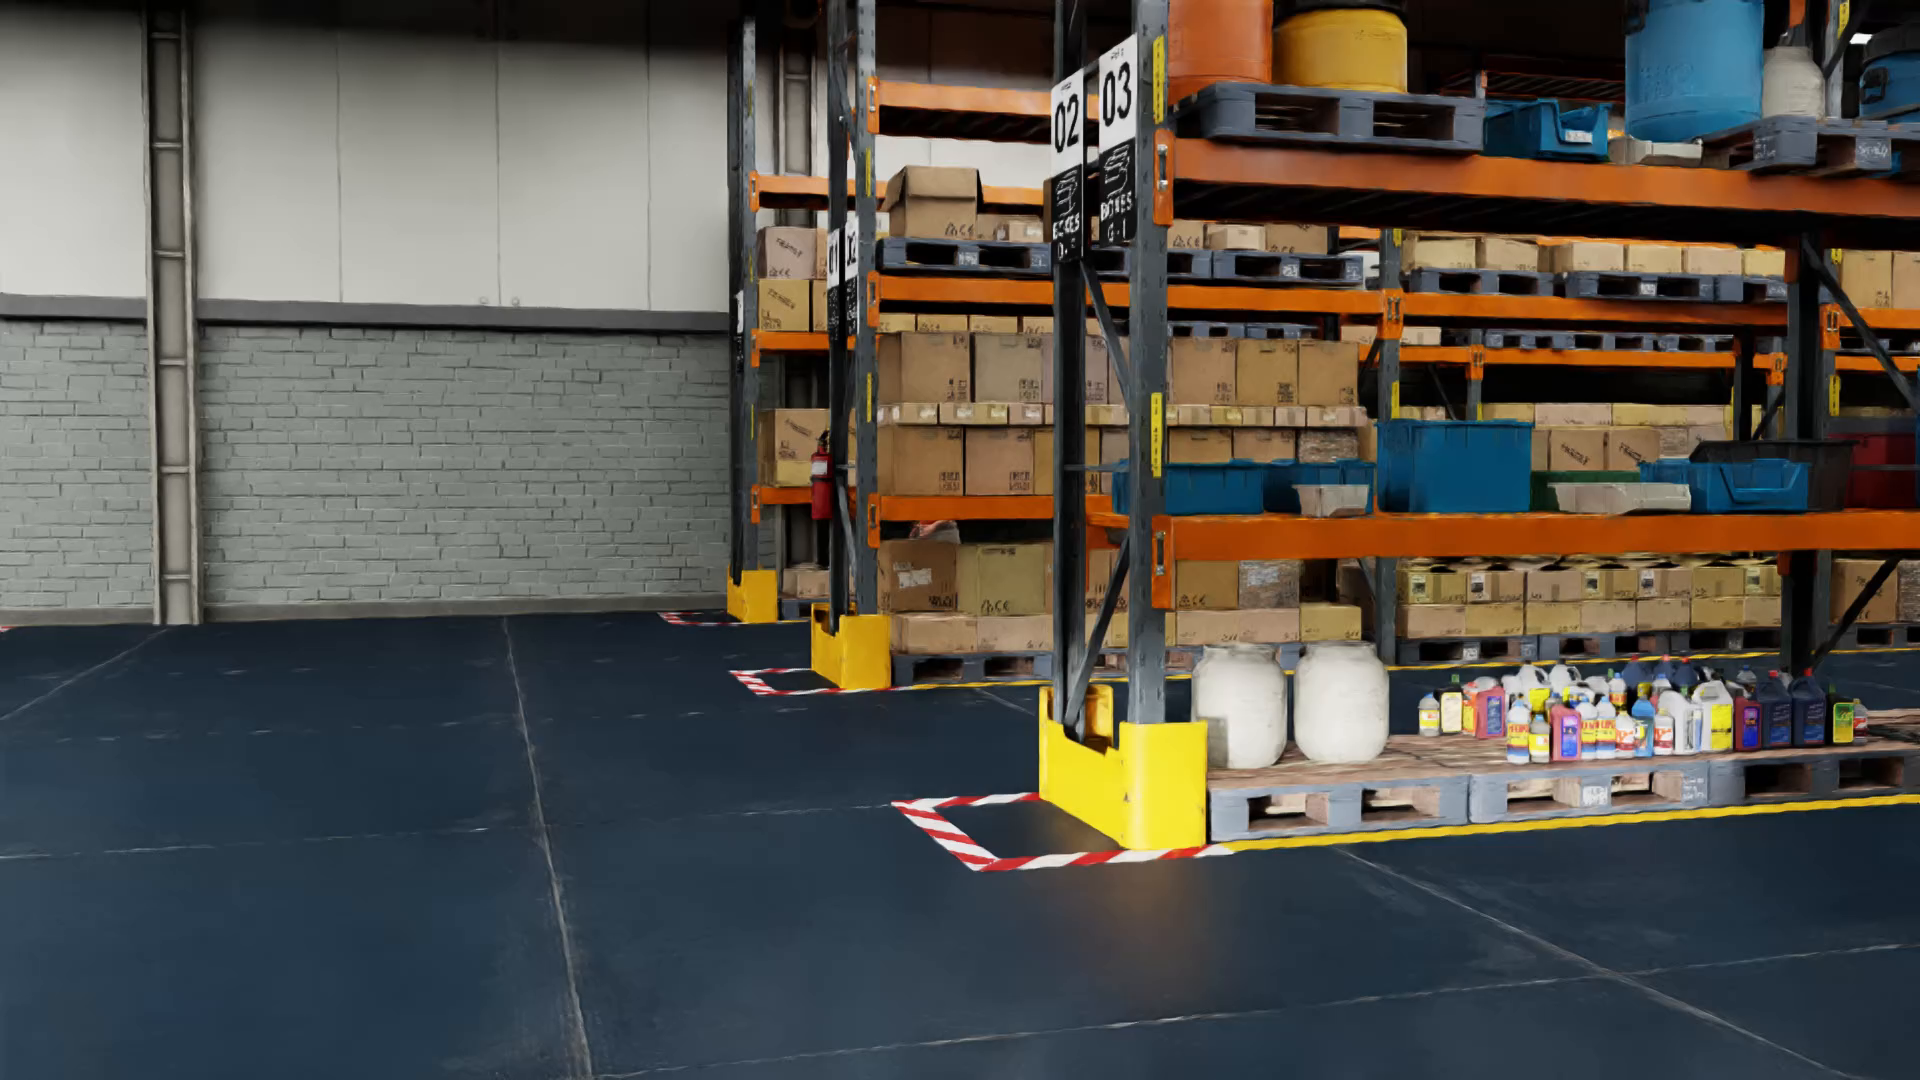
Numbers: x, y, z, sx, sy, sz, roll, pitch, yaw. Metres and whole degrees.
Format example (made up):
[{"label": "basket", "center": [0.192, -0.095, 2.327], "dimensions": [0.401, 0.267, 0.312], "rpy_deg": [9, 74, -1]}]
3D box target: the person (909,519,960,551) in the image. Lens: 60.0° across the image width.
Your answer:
[{"label": "person", "center": [-0.228, -0.003, 14.989], "dimensions": [0.517, 1.699, 0.706], "rpy_deg": [-2, 3, -30]}]
